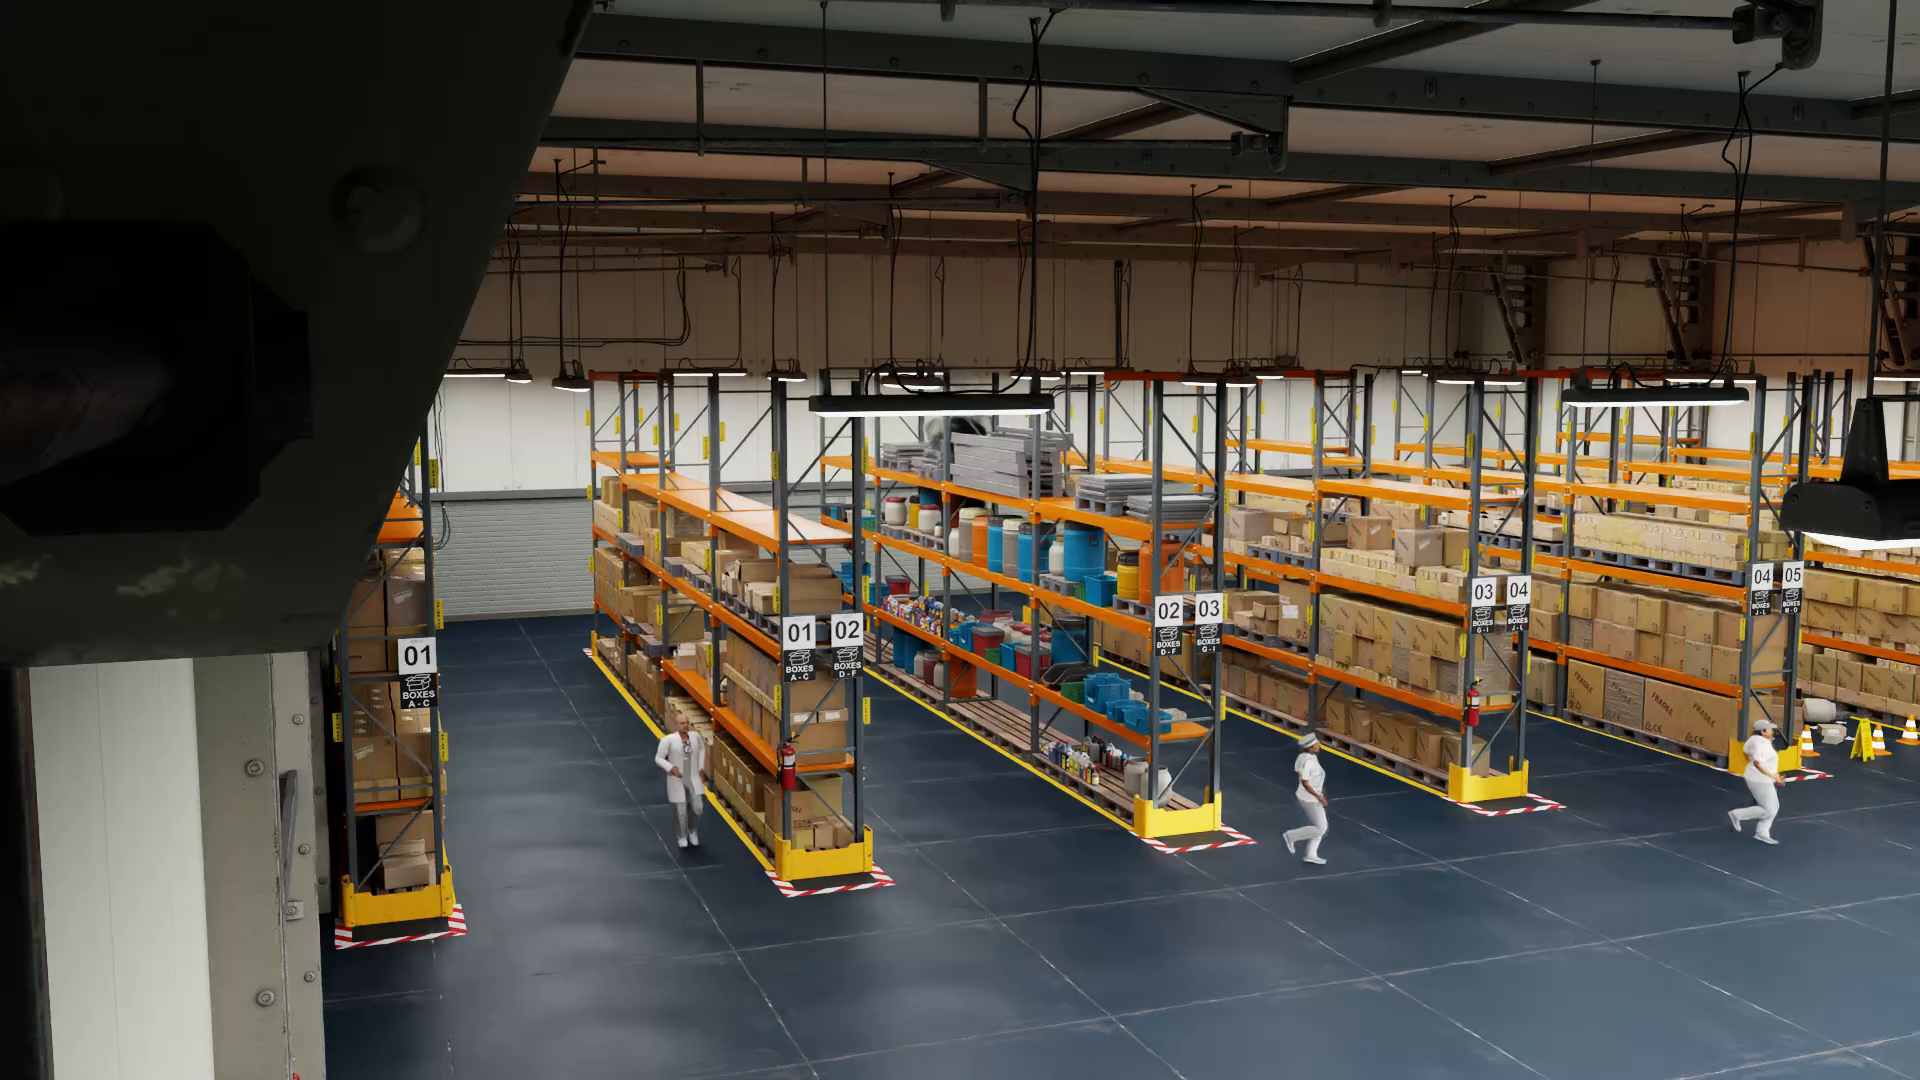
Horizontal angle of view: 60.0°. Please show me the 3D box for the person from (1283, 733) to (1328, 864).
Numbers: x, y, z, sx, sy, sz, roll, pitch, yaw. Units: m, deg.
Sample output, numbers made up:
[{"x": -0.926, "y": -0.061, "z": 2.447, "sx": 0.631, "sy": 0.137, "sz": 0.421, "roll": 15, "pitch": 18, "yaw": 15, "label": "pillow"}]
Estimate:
[{"x": 4.326, "y": 3.218, "z": 20.696, "sx": 0.516, "sy": 1.663, "sz": 0.584, "roll": 0, "pitch": 6, "yaw": 0, "label": "person"}]

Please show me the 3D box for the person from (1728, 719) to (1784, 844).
[{"x": 10.337, "y": 3.135, "z": 21.624, "sx": 0.645, "sy": 1.650, "sz": 0.615, "roll": 2, "pitch": 7, "yaw": 15, "label": "person"}]

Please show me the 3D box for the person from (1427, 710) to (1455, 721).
[{"x": 8.442, "y": 2.244, "z": 28.764, "sx": 0.753, "sy": 1.766, "sz": 0.882, "roll": -5, "pitch": 8, "yaw": -36, "label": "person"}]

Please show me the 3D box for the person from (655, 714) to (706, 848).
[{"x": -3.523, "y": 3.092, "z": 21.240, "sx": 0.717, "sy": 1.746, "sz": 0.654, "roll": -3, "pitch": 7, "yaw": -25, "label": "person"}]
